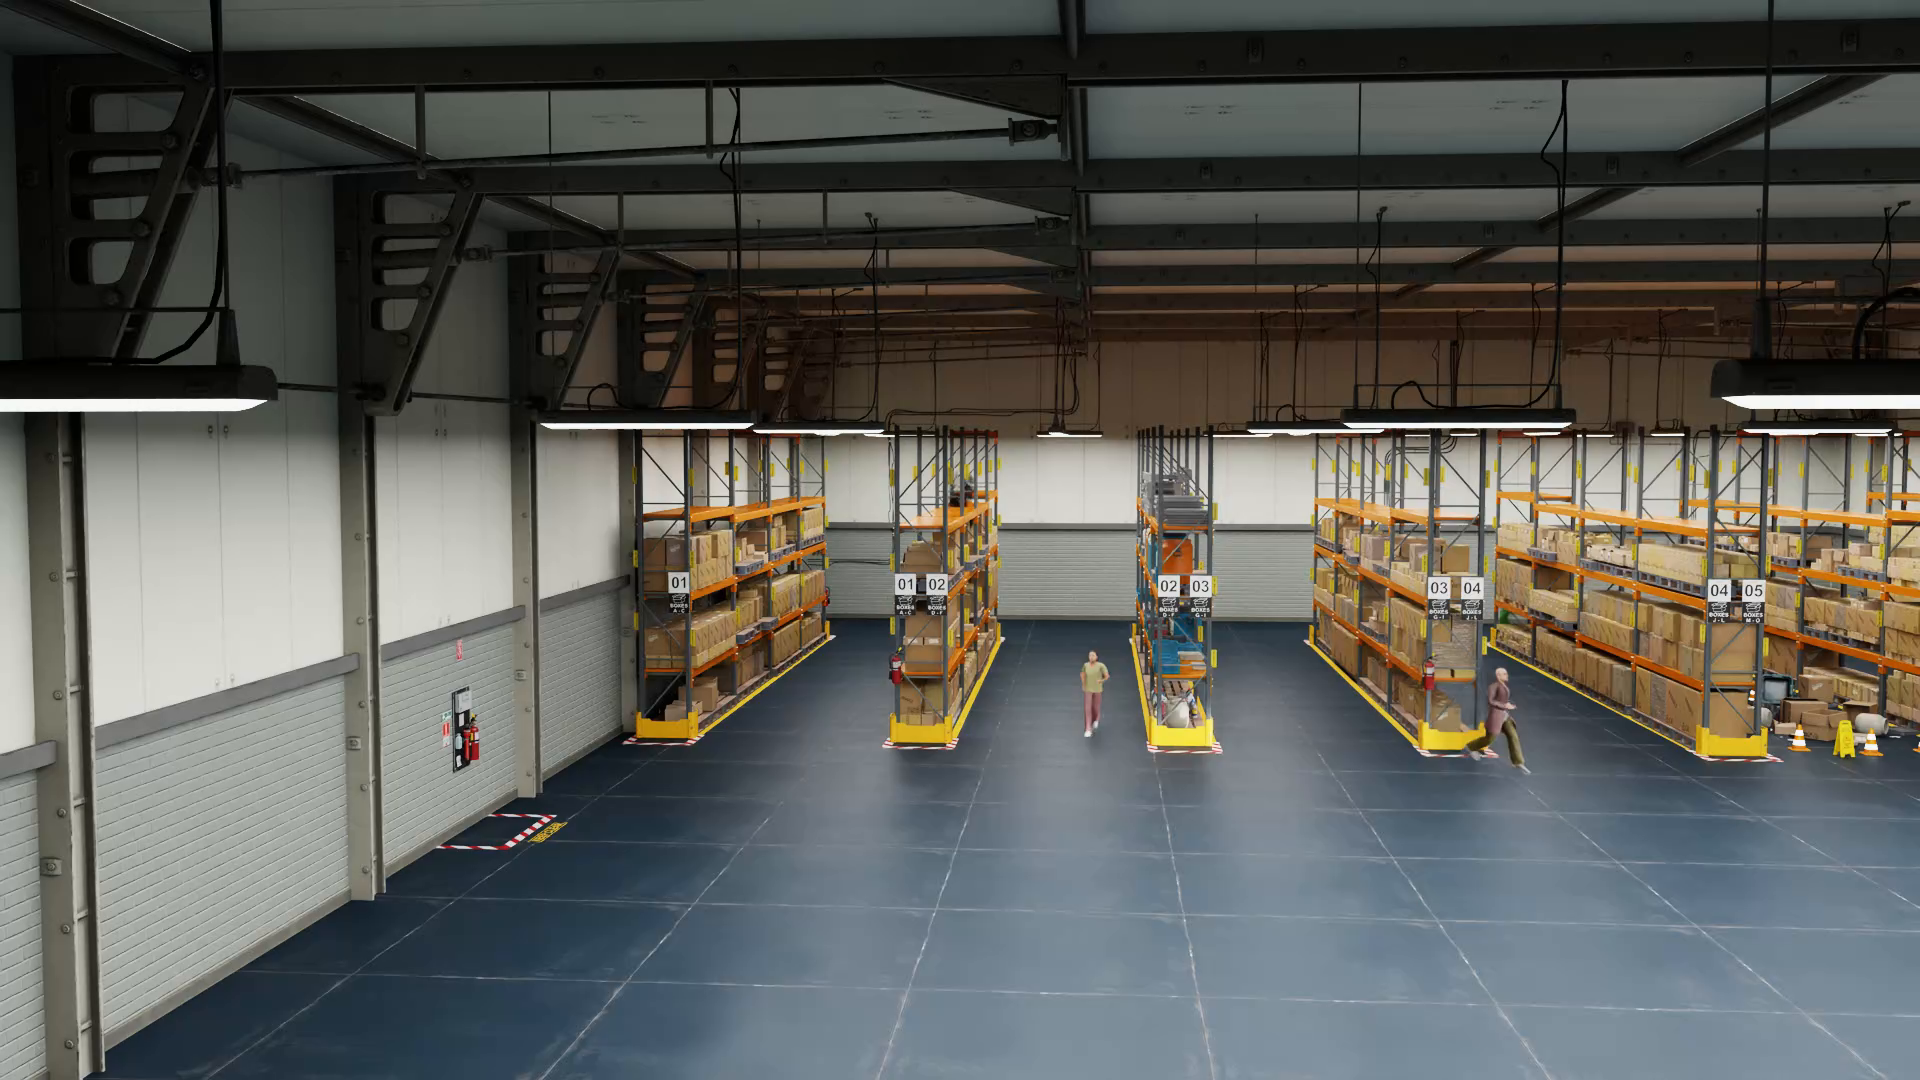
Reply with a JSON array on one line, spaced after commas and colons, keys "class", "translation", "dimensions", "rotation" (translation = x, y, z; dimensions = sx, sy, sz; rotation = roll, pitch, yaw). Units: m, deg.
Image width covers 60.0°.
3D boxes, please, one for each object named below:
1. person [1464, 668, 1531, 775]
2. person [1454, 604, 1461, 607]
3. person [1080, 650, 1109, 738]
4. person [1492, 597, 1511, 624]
[{"class": "person", "translation": [9.294, 3.110, 28.815], "dimensions": [0.670, 1.801, 1.207], "rotation": [-3, 4, -38]}, {"class": "person", "translation": [13.128, 2.163, 44.099], "dimensions": [0.669, 1.756, 0.964], "rotation": [0, 3, 8]}, {"class": "person", "translation": [2.603, 2.956, 32.313], "dimensions": [0.590, 1.669, 0.862], "rotation": [1, 4, 14]}, {"class": "person", "translation": [15.580, 1.994, 47.526], "dimensions": [0.743, 1.850, 0.687], "rotation": [-1, 4, -12]}]
